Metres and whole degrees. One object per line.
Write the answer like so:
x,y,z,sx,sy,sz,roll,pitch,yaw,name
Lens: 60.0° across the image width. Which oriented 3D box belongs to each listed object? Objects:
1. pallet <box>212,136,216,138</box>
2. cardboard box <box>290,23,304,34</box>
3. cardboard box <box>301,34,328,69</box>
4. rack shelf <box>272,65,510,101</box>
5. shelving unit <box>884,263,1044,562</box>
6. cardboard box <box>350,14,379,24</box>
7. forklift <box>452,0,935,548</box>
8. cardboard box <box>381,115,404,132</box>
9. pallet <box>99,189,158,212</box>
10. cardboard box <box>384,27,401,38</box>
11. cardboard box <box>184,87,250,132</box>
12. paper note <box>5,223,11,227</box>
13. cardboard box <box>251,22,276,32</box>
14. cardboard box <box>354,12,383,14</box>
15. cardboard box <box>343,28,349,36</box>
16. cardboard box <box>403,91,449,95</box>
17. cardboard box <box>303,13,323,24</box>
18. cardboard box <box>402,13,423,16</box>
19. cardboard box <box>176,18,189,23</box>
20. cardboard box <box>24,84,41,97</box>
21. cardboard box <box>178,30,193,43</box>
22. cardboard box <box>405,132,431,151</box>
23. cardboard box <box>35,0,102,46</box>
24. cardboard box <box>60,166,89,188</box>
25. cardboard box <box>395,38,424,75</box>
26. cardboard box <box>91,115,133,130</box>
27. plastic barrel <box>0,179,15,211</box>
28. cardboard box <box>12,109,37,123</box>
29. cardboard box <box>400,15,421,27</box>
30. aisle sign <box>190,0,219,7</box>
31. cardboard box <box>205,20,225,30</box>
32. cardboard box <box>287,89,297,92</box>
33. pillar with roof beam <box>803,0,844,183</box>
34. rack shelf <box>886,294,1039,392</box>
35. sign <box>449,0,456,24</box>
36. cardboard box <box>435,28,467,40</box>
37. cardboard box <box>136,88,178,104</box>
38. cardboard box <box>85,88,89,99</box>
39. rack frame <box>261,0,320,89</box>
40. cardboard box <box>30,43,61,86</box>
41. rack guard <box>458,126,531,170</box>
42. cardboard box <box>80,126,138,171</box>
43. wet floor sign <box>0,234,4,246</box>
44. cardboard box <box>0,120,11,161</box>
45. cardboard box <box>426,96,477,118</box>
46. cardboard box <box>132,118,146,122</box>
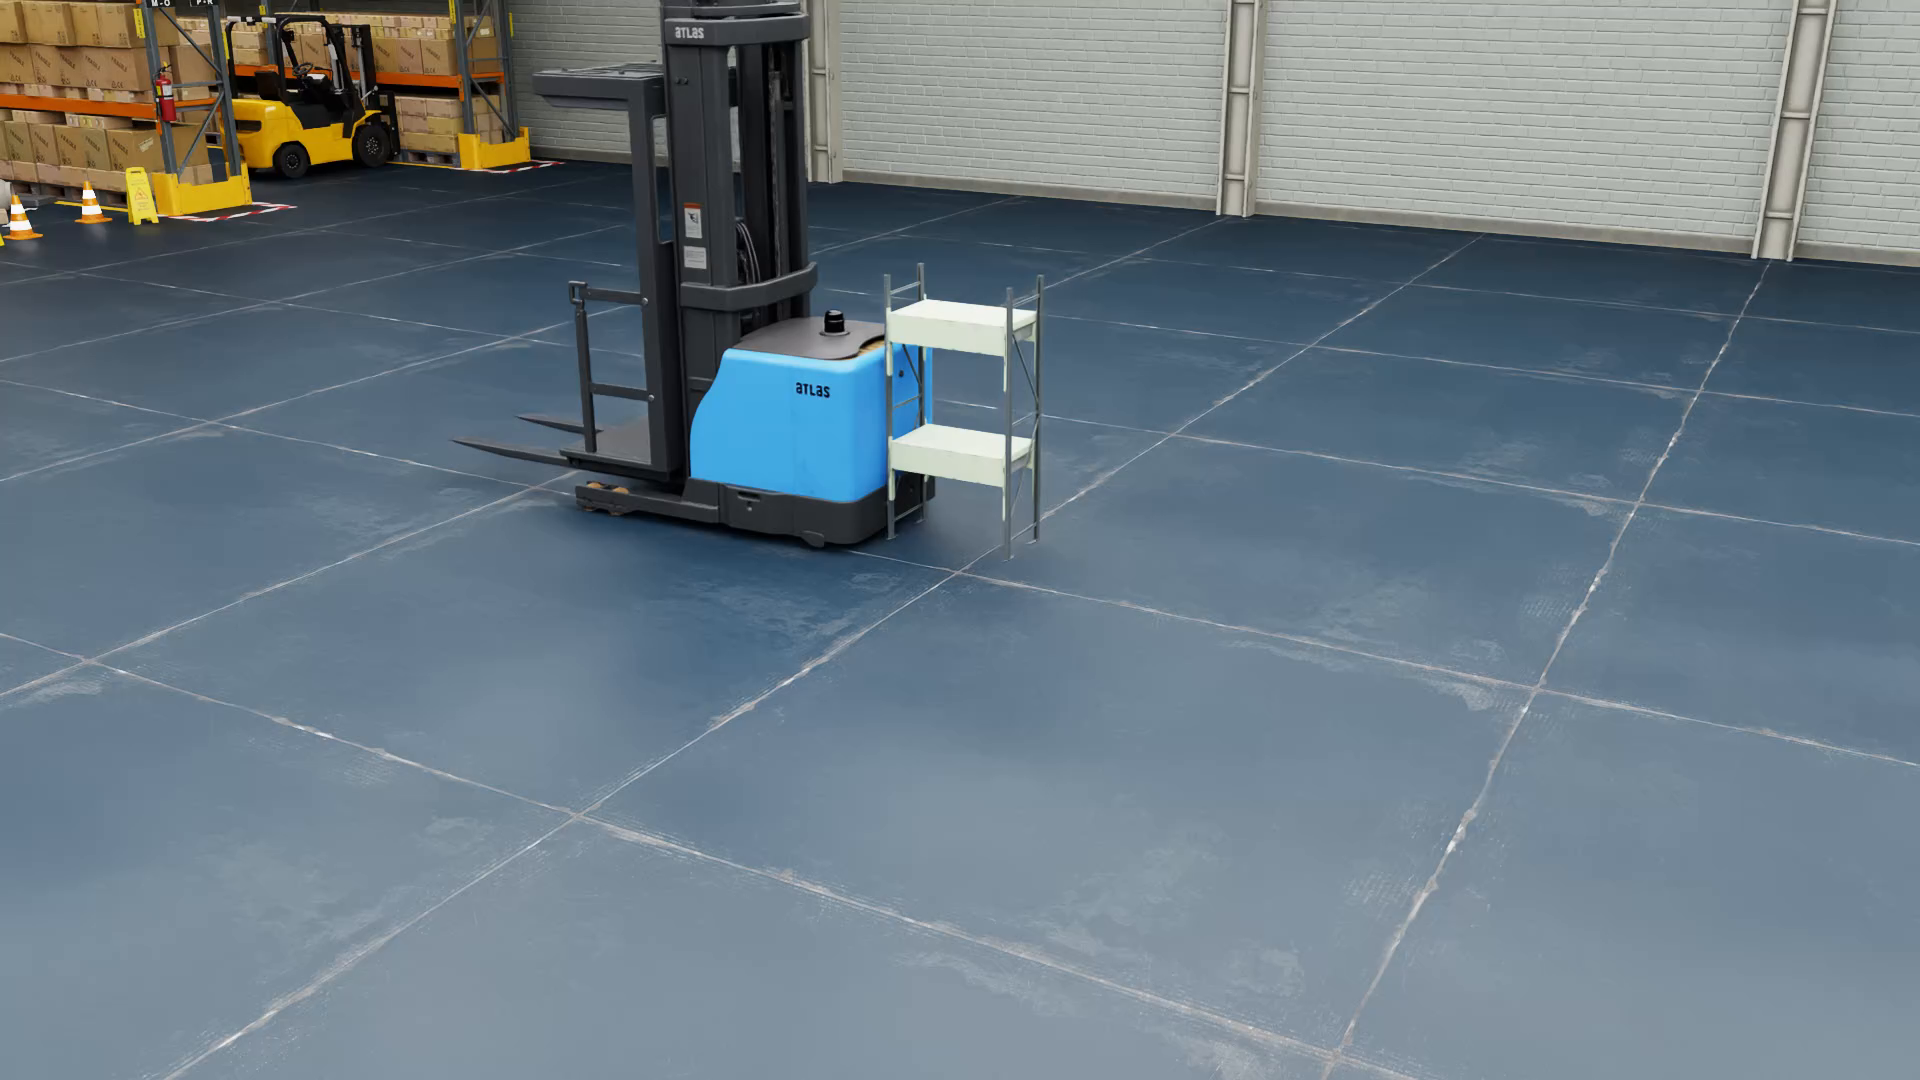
-13.218,-6.886,28.037,1.213,0.211,1.003,11,23,27,pallet
-10.049,-7.858,25.530,0.250,0.149,0.380,11,23,29,cardboard box
-9.703,-7.494,25.478,0.500,0.500,0.500,11,23,28,cardboard box
-8.679,-7.009,25.343,4.000,0.370,1.077,11,23,27,rack shelf
0.020,-0.704,9.104,0.755,1.500,0.431,10,23,26,shelving unit
-8.902,-7.803,24.944,0.250,0.149,0.380,11,23,28,cardboard box
-1.698,-1.667,9.661,3.031,2.935,1.130,10,22,25,forklift
-8.404,-6.308,25.041,0.500,0.250,0.500,10,22,26,cardboard box
-10.109,-4.384,21.140,1.213,0.211,1.003,11,23,27,pallet
-8.274,-7.511,24.574,0.250,0.149,0.380,10,22,26,cardboard box
-12.218,-7.100,27.406,0.625,0.625,0.875,10,22,25,cardboard box
-11.147,-3.705,19.534,0.142,0.019,0.148,3,20,9,paper note
-10.832,-8.022,25.984,0.250,0.149,0.380,12,23,29,cardboard box
-9.097,-8.042,25.603,0.250,0.149,0.380,10,22,26,cardboard box
-9.172,-7.679,25.037,0.250,0.149,0.380,10,22,26,cardboard box
-8.130,-6.694,25.370,0.500,0.250,0.500,11,22,27,cardboard box
-9.793,-7.974,25.414,0.250,0.149,0.380,10,22,26,cardboard box
-8.204,-7.874,25.139,0.250,0.149,0.380,10,22,26,cardboard box
-12.651,-8.345,26.873,0.250,0.149,0.380,11,23,28,cardboard box
-11.612,-5.720,21.103,0.250,0.149,0.380,11,23,28,cardboard box
-12.306,-8.109,26.809,0.500,0.250,0.500,11,23,28,cardboard box
-7.927,-5.989,24.893,0.500,0.250,0.500,11,23,27,cardboard box
-10.837,-6.354,20.433,0.500,0.500,0.700,10,22,27,cardboard box
-11.096,-4.669,21.255,0.500,0.250,0.500,10,22,25,cardboard box
-7.940,-7.154,24.542,0.500,0.500,0.500,12,23,29,cardboard box
-10.531,-5.195,20.654,0.250,0.149,0.380,12,23,29,cardboard box
-11.892,-4.218,20.372,0.512,0.421,0.421,-7,21,-20,plastic barrel
-11.930,-5.462,21.388,0.250,0.149,0.380,12,23,29,cardboard box
-8.002,-7.634,24.477,0.250,0.149,0.380,11,23,28,cardboard box
-9.146,-6.840,20.011,0.004,0.787,0.394,11,23,27,aisle sign
-11.746,-8.183,26.426,0.250,0.149,0.380,10,22,26,cardboard box
-10.156,-6.881,25.885,0.500,0.250,0.500,10,22,26,cardboard box
-3.963,-7.939,18.056,0.400,9.000,9.100,11,23,27,pillar with roof beam
0.019,-1.070,8.971,0.720,0.370,0.431,10,23,26,rack shelf
-7.210,-7.511,23.627,0.005,0.325,0.100,11,23,27,sign
-7.373,-7.341,24.105,0.250,0.149,0.380,11,23,28,cardboard box
-9.782,-5.417,20.267,0.250,0.149,0.380,12,23,29,cardboard box
-10.665,-5.593,20.753,0.250,0.149,0.380,11,23,28,cardboard box
-10.425,-7.680,26.138,0.127,3.000,1.000,11,23,27,rack frame
-11.262,-5.990,20.897,0.500,0.500,0.500,11,23,28,cardboard box
-6.912,-5.835,24.719,0.348,0.500,1.175,11,23,27,rack guard
-10.635,-4.935,20.888,0.500,0.500,0.500,12,23,29,cardboard box
-10.686,-3.524,18.133,0.232,0.644,0.267,7,21,18,wet floor sign
-12.460,-5.280,21.840,0.500,0.500,0.500,12,23,30,cardboard box
-7.488,-6.373,24.486,0.500,0.250,0.500,12,23,29,cardboard box
-10.834,-5.185,21.578,0.500,0.500,0.500,11,23,28,cardboard box
